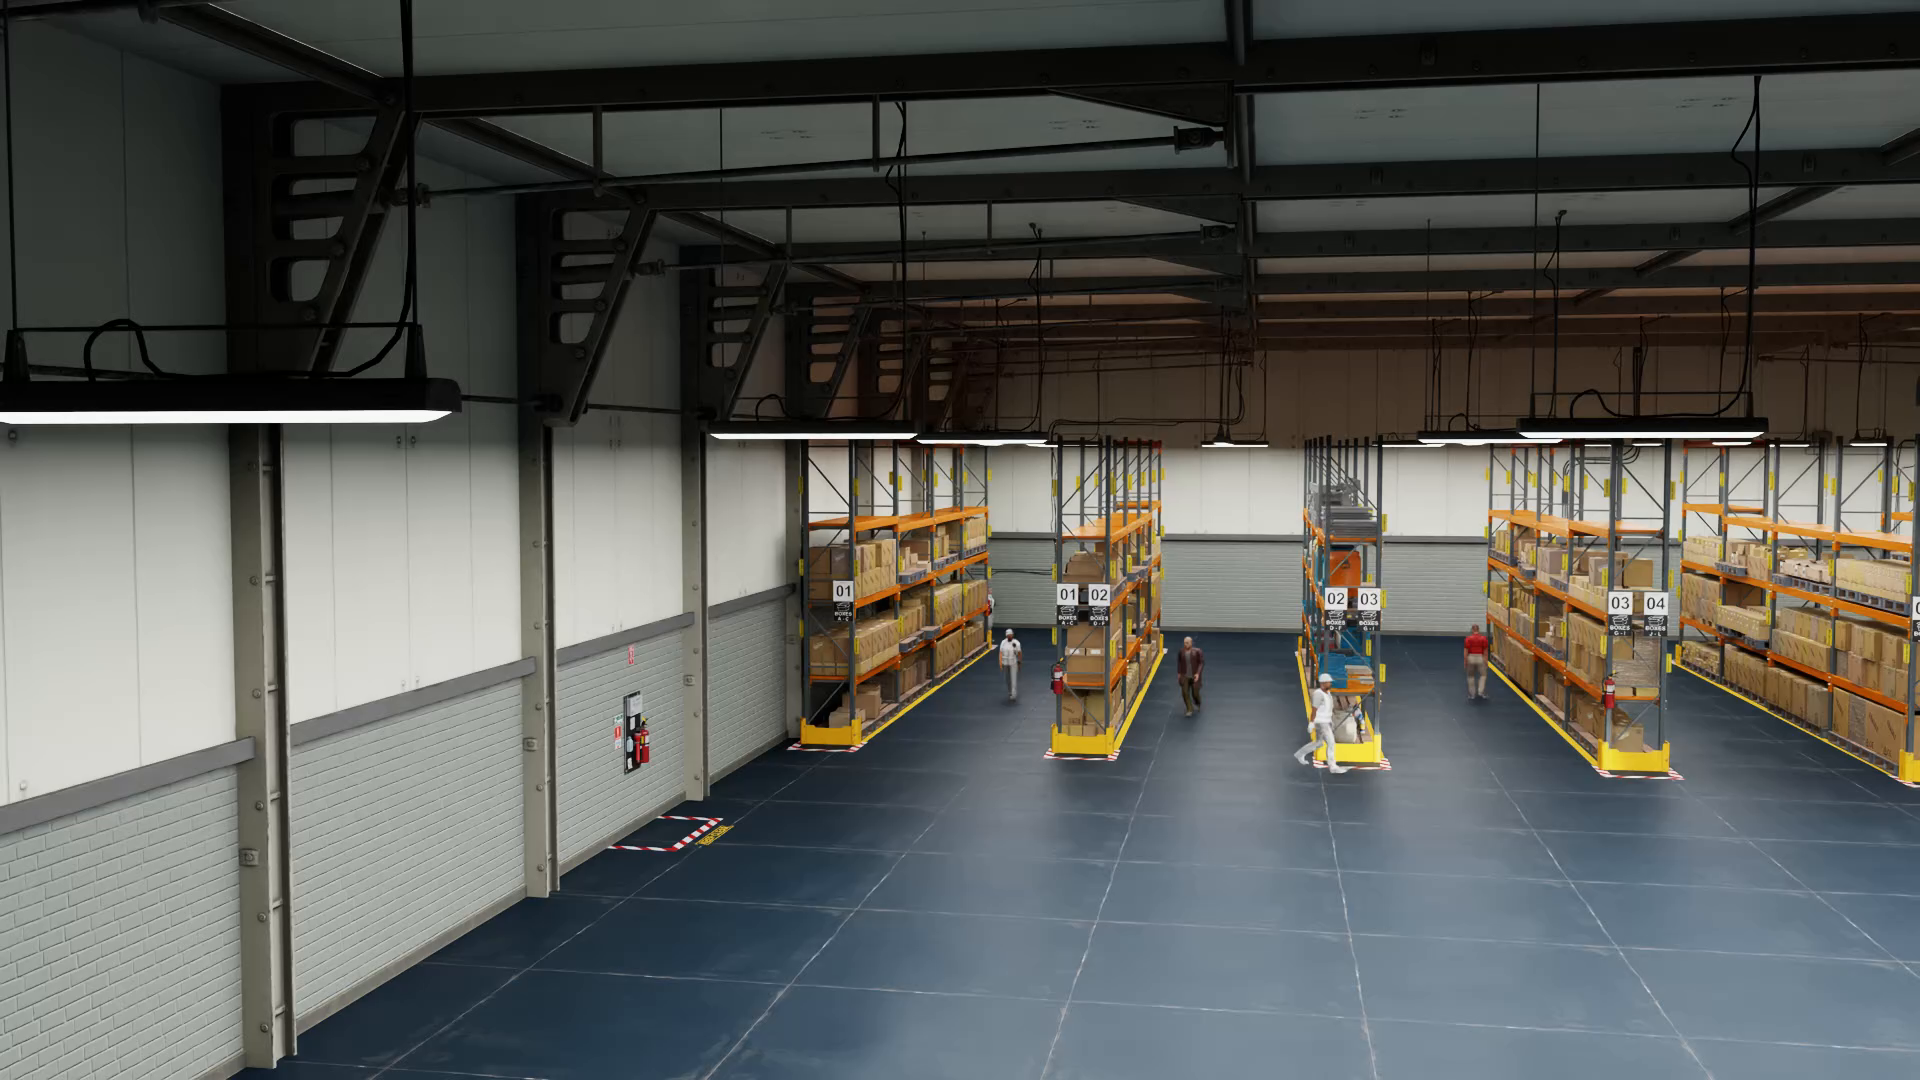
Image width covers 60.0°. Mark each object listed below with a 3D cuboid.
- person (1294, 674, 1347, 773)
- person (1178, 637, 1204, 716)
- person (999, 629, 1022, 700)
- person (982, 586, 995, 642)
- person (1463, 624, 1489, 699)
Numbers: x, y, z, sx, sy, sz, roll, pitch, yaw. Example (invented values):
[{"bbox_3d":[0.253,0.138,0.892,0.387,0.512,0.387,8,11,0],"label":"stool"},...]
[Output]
[{"bbox_3d":[6.446,3.250,29.714,1.021,1.738,0.546,1,3,25],"label":"person"},{"bbox_3d":[5.005,2.925,36.045,0.620,1.680,0.842,1,3,21],"label":"person"},{"bbox_3d":[1.152,2.842,38.137,0.525,1.602,1.031,1,3,21],"label":"person"},{"bbox_3d":[0.801,2.190,49.504,0.444,1.673,0.519,1,3,21],"label":"person"},{"bbox_3d":[11.857,2.800,38.201,0.573,1.722,0.565,1,3,10],"label":"person"}]
